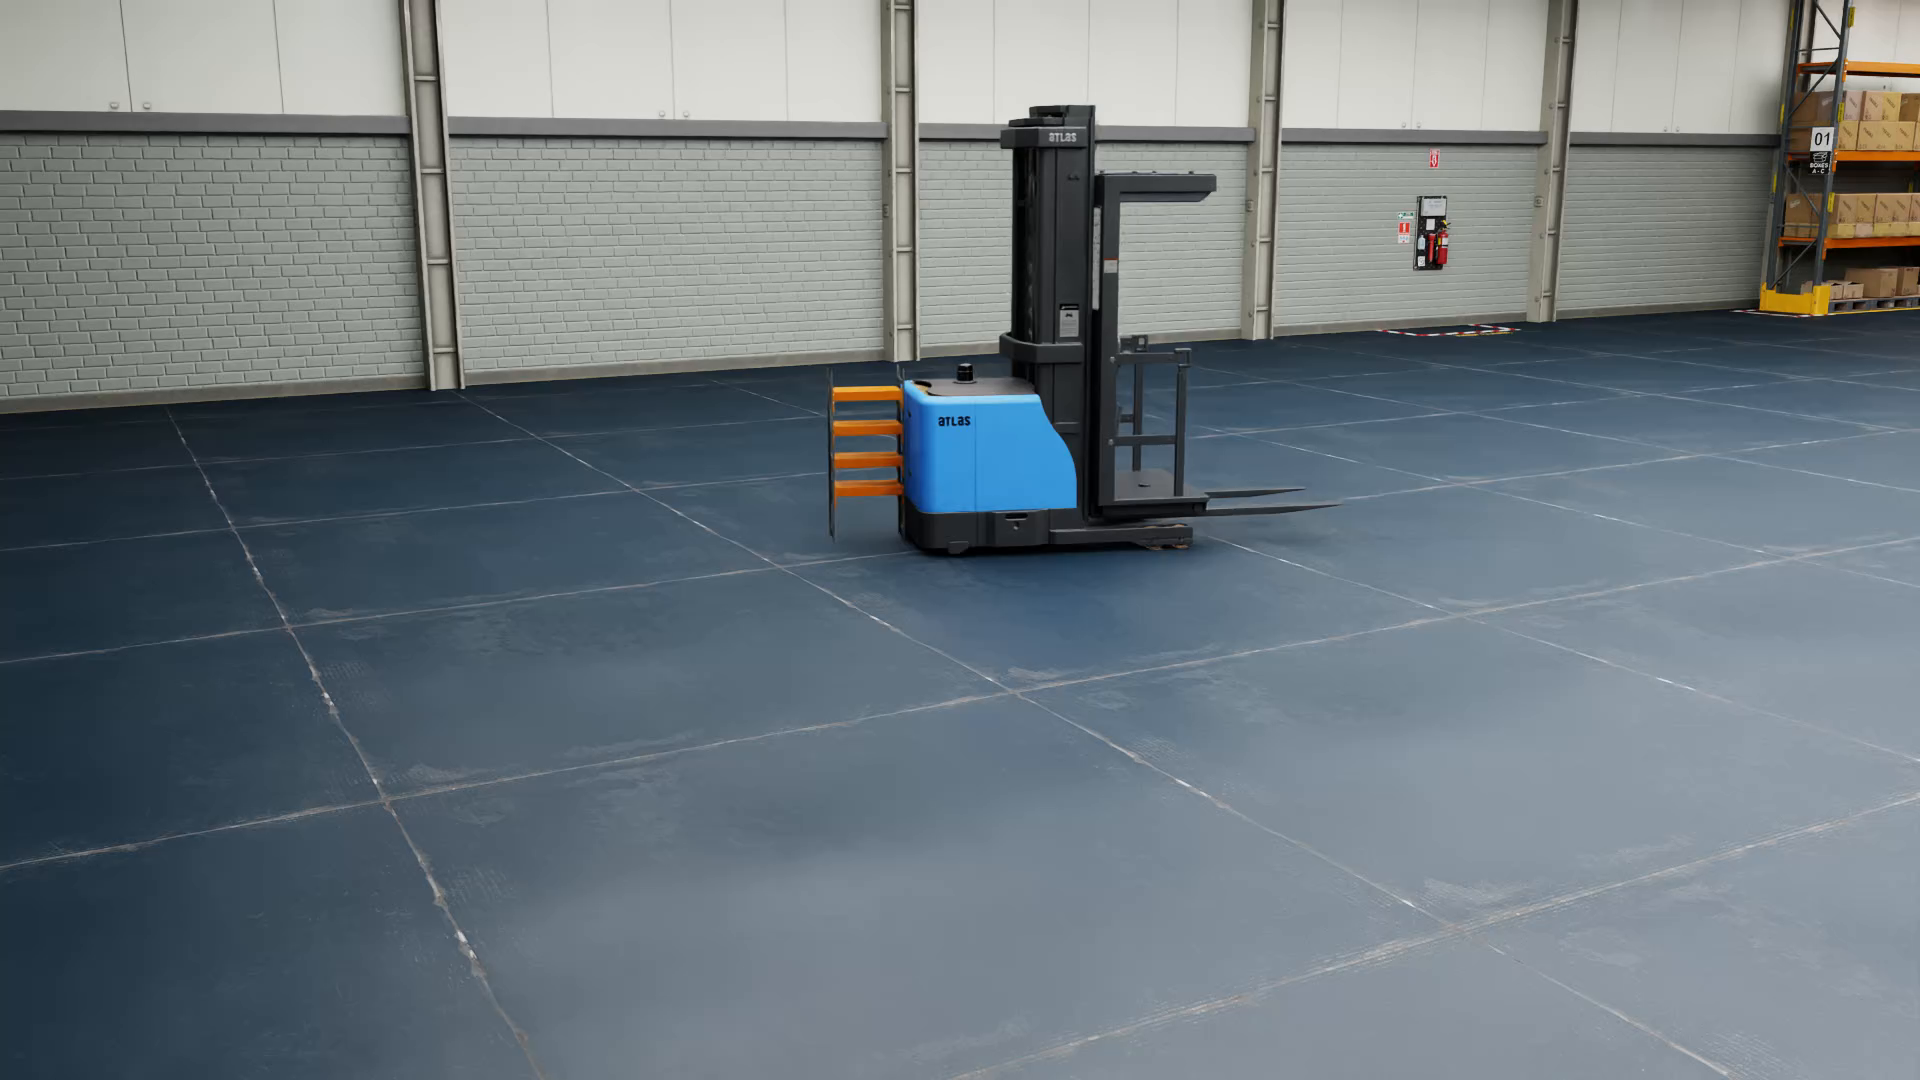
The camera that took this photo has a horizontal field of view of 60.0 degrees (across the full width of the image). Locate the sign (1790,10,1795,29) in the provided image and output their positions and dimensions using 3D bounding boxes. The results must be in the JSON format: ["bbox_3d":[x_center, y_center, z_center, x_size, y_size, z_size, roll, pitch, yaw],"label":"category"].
[{"bbox_3d":[14.571,-9.101,29.064,0.005,0.325,0.100,-7,14,-28],"label":"sign"}]

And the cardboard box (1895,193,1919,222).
[{"bbox_3d":[17.181,-6.041,30.210,0.500,0.500,0.500,-7,15,-29],"label":"cardboard box"}]

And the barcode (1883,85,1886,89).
[{"bbox_3d":[16.904,-8.280,30.409,0.075,0.075,0.001,-7,14,-28],"label":"barcode"}]

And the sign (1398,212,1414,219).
[{"bbox_3d":[7.039,-5.125,26.261,0.331,0.109,0.001,-7,14,-28],"label":"sign"}]

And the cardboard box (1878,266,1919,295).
[{"bbox_3d":[17.439,-4.831,30.935,0.500,0.500,0.500,-8,15,-32],"label":"cardboard box"}]

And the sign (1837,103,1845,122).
[{"bbox_3d":[15.080,-7.317,28.468,0.005,0.325,0.100,-7,14,-28],"label":"sign"}]

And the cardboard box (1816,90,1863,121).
[{"bbox_3d":[15.274,-7.535,28.878,0.500,0.500,0.500,-8,15,-32],"label":"cardboard box"}]

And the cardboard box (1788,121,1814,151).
[{"bbox_3d":[15.064,-7.147,29.428,0.500,0.500,0.500,-6,14,-24],"label":"cardboard box"}]

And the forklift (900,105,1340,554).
[{"bbox_3d":[1.131,-1.472,11.476,3.031,2.935,1.130,-2,13,-10],"label":"forklift"}]

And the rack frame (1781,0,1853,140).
[{"bbox_3d":[14.819,-8.459,28.700,0.127,3.000,1.000,-7,14,-28],"label":"rack frame"}]

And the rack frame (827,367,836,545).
[{"bbox_3d":[-0.887,-0.579,11.451,0.015,1.200,0.240,-2,13,-10],"label":"rack frame"}]

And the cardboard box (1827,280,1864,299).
[{"bbox_3d":[15.970,-4.550,30.118,0.500,0.311,0.500,-6,14,-23],"label":"cardboard box"}]

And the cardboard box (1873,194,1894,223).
[{"bbox_3d":[16.278,-5.930,29.715,0.500,0.500,0.500,-7,15,-30],"label":"cardboard box"}]

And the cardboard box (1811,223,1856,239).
[{"bbox_3d":[15.400,-5.459,29.329,0.500,0.250,0.500,-7,15,-29],"label":"cardboard box"}]

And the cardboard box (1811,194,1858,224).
[{"bbox_3d":[15.383,-5.827,29.256,0.500,0.500,0.500,-7,14,-28],"label":"cardboard box"}]

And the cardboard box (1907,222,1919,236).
[{"bbox_3d":[17.185,-5.674,30.287,0.500,0.250,0.500,-7,14,-28],"label":"cardboard box"}]

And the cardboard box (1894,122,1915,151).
[{"bbox_3d":[16.635,-7.206,29.693,0.500,0.500,0.500,-6,14,-24],"label":"cardboard box"}]

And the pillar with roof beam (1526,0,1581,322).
[{"bbox_3d":[11.816,-7.238,23.276,0.400,9.000,9.100,-7,14,-28],"label":"pillar with roof beam"}]

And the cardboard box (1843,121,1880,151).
[{"bbox_3d":[15.721,-7.090,29.178,0.500,0.500,0.500,-6,14,-24],"label":"cardboard box"}]

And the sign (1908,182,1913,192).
[{"bbox_3d":[18.061,-6.624,31.574,0.005,0.325,0.100,-7,14,-28],"label":"sign"}]

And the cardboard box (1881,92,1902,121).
[{"bbox_3d":[16.183,-7.634,29.318,0.500,0.500,0.500,-6,14,-26],"label":"cardboard box"}]

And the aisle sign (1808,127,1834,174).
[{"bbox_3d":[14.900,-6.735,28.782,0.004,0.787,0.394,-7,14,-28],"label":"aisle sign"}]

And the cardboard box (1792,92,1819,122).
[{"bbox_3d":[15.073,-7.637,29.331,0.500,0.500,0.500,-6,14,-25],"label":"cardboard box"}]

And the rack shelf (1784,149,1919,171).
[{"bbox_3d":[16.575,-6.855,30.043,4.000,0.370,1.077,-7,14,-28],"label":"rack shelf"}]

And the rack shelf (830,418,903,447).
[{"bbox_3d":[-0.648,-0.742,11.461,0.480,0.148,0.258,-2,13,-10],"label":"rack shelf"}]

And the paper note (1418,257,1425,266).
[{"bbox_3d":[7.377,-4.453,26.572,0.142,0.148,0.016,-7,14,-28],"label":"paper note"}]

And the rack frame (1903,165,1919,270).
[{"bbox_3d":[18.330,-5.953,31.228,0.127,3.000,1.000,-7,14,-28],"label":"rack frame"}]

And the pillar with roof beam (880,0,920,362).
[{"bbox_3d":[1.283,-5.976,17.667,0.400,9.000,9.100,-7,14,-28],"label":"pillar with roof beam"}]

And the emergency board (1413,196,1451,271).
[{"bbox_3d":[7.566,-4.888,26.499,0.643,1.169,0.194,-7,14,-28],"label":"emergency board"}]

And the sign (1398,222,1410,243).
[{"bbox_3d":[7.031,-4.868,26.325,0.234,0.329,0.001,-7,14,-28],"label":"sign"}]

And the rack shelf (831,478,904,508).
[{"bbox_3d":[-0.648,-0.330,11.554,0.480,0.148,0.258,-2,13,-10],"label":"rack shelf"}]

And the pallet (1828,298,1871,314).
[{"bbox_3d":[15.616,-4.258,30.049,1.213,0.211,1.003,-7,14,-28],"label":"pallet"}]

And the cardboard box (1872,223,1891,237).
[{"bbox_3d":[16.299,-5.568,29.817,0.500,0.250,0.500,-7,15,-29],"label":"cardboard box"}]

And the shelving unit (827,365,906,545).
[{"bbox_3d":[-0.648,-0.589,11.495,0.503,1.200,0.258,-2,13,-10],"label":"shelving unit"}]
